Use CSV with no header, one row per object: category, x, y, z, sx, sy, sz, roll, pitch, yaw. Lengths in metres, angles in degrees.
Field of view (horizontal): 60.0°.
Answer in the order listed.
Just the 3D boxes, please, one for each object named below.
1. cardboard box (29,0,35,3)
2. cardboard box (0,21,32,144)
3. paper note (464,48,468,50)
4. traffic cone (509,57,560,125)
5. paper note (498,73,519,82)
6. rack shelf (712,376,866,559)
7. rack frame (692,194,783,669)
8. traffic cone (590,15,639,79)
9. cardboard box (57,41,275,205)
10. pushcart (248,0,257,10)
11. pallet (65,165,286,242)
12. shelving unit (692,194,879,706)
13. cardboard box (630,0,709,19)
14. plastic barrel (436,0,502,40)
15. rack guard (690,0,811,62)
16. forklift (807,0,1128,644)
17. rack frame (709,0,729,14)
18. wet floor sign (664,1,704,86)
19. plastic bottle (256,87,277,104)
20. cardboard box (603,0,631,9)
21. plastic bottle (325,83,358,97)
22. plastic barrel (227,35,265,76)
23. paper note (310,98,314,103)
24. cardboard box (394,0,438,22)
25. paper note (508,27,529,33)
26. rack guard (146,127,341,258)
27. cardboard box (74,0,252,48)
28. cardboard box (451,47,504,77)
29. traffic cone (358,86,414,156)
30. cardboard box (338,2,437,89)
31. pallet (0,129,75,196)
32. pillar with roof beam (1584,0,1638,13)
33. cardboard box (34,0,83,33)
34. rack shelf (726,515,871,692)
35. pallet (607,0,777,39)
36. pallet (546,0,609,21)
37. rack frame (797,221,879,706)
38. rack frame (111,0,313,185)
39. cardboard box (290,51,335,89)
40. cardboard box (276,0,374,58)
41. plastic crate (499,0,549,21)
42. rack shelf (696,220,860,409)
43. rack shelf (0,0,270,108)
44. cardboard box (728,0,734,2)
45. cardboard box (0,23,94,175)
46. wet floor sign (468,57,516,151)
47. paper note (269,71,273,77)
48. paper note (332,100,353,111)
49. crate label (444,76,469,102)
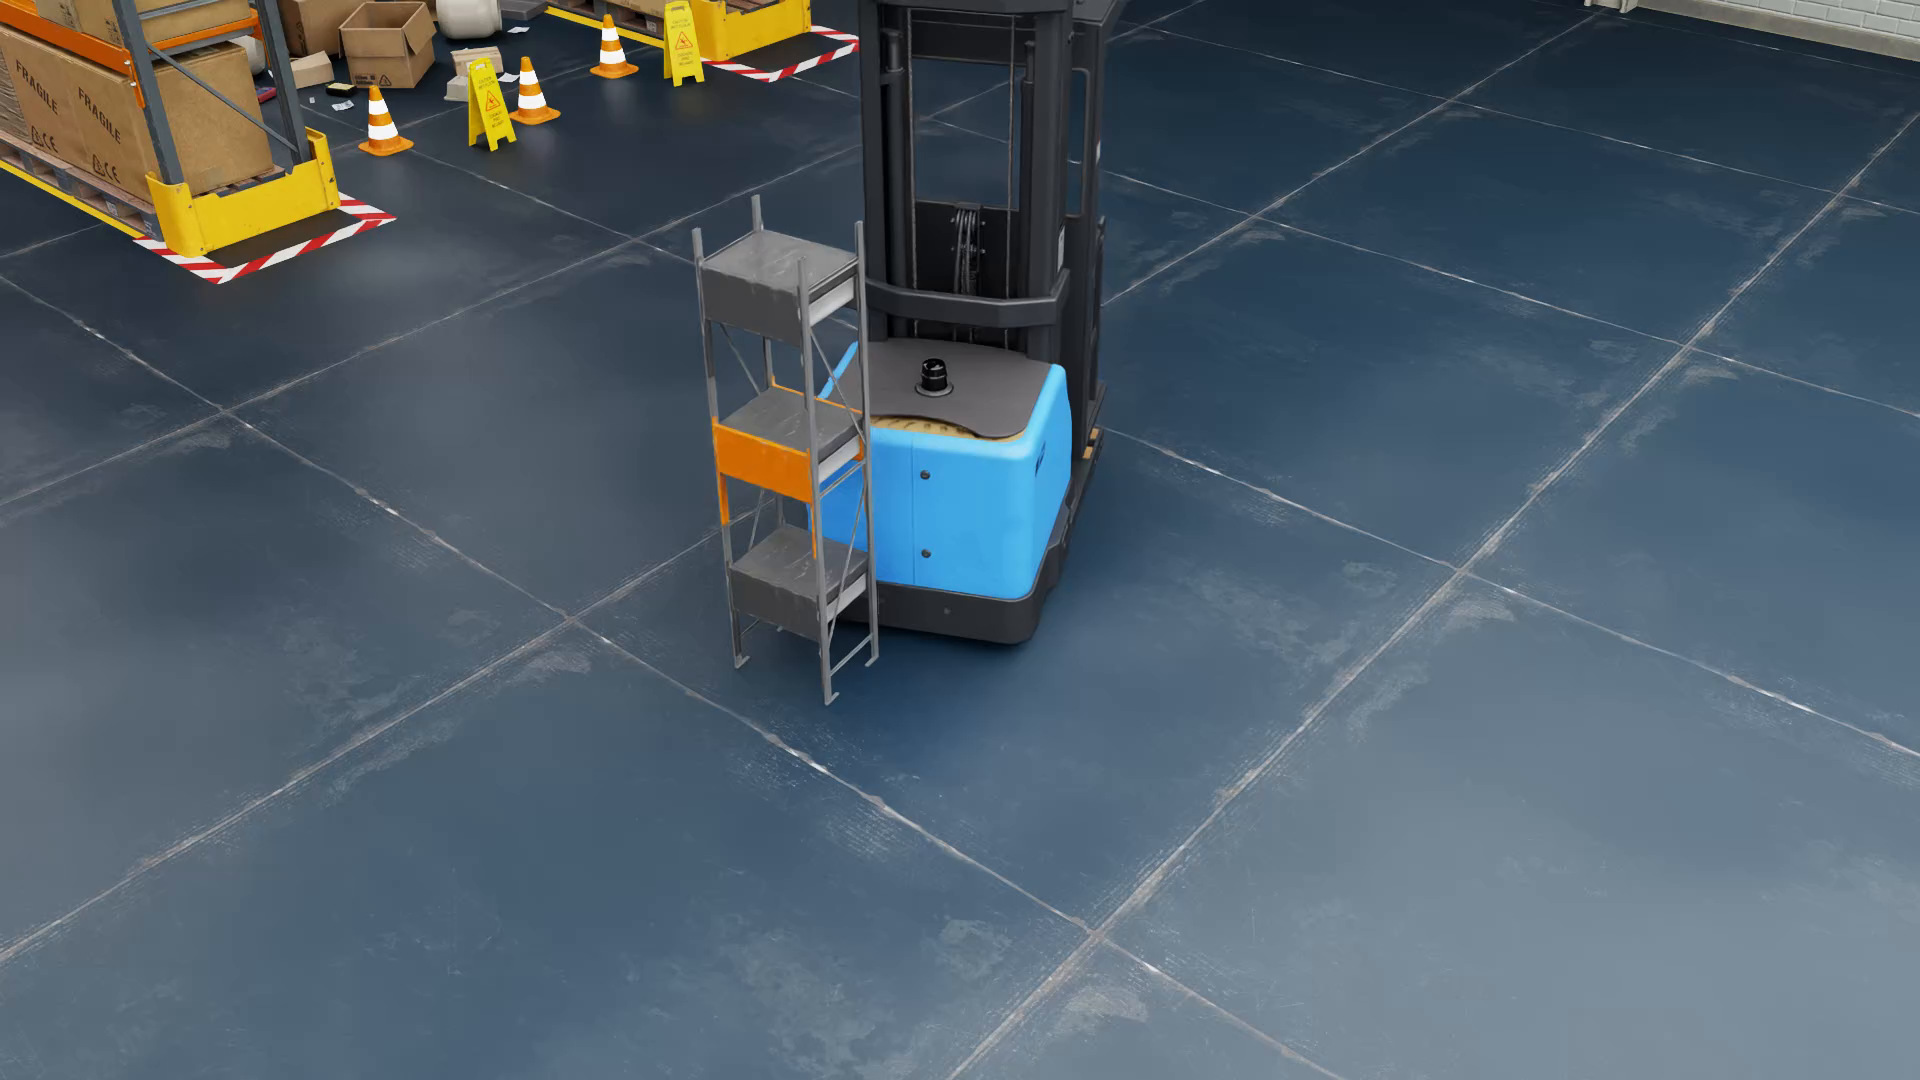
cardboard box,-5.944,-4.029,11.335,0.550,0.550,0.875,25,42,32
cardboard box,-6.784,-3.568,12.302,0.875,0.875,0.875,26,42,32
paper note,-4.311,-4.216,14.373,0.148,0.019,0.142,-18,38,-25
traffic cone,-3.359,-3.538,12.994,0.334,0.463,0.336,25,42,32
paper note,-3.754,-3.848,13.826,0.142,0.019,0.148,12,36,16
rack shelf,-0.686,-0.306,6.864,0.480,0.518,0.431,19,39,26
rack frame,-0.894,-0.389,6.961,0.015,2.100,0.400,19,39,26
traffic cone,-2.910,-4.144,13.876,0.334,0.463,0.336,25,42,32
cardboard box,-5.407,-2.920,11.358,0.875,0.875,0.875,26,42,32
pushcart,-6.249,-4.953,15.130,0.936,0.377,1.648,12,36,16
pallet,-5.508,-2.512,11.721,1.213,0.211,1.003,25,42,32
shelving unit,-0.686,-0.317,6.856,0.503,2.100,0.431,19,39,26
cardboard box,-2.566,-4.820,14.676,0.500,0.250,0.500,25,42,32
plastic barrel,-4.310,-4.623,14.608,0.512,0.421,0.421,-6,35,-8
rack guard,-1.813,-4.593,14.496,0.348,0.500,1.175,25,42,32
forklift,0.149,-1.574,7.952,1.130,2.935,3.031,8,35,11
rack frame,-1.754,-5.596,13.748,0.127,3.000,1.000,25,42,32
wet floor sign,-2.293,-4.091,13.637,0.267,0.644,0.232,-18,38,-25
plastic bottle,-5.623,-3.610,13.453,0.133,0.061,0.283,12,36,16
cardboard box,-2.941,-5.002,14.942,0.500,0.250,0.500,25,42,32
plastic bottle,-5.062,-3.668,13.538,0.283,0.061,0.133,12,36,16
plastic barrel,-6.064,-4.049,13.772,0.512,0.421,0.421,-6,35,-8
paper note,-5.222,-3.545,13.403,0.032,0.001,0.123,-12,36,-17
cardboard box,-4.875,-5.035,15.138,0.500,0.500,0.500,-6,35,-8
paper note,-3.948,-4.570,14.878,0.148,0.019,0.142,12,36,16
rack guard,-4.825,-2.366,11.254,0.348,0.500,1.175,25,42,32
cardboard box,-5.158,-3.582,10.684,0.550,0.550,0.875,25,42,32
cardboard box,-4.053,-4.016,13.967,0.380,0.149,0.250,-12,36,-17
traffic cone,-4.343,-3.170,12.457,0.334,0.463,0.336,25,42,32
cardboard box,-4.724,-4.101,13.778,0.637,0.503,0.797,0,34,0
pallet,-6.442,-2.954,12.364,1.213,0.211,1.003,25,42,32
pillar with roof beam,3.317,-6.828,10.243,0.400,9.000,9.100,25,42,32
cardboard box,-5.594,-3.772,10.960,0.550,0.550,0.875,25,42,32
rack shelf,-0.685,0.271,7.260,0.480,0.518,0.431,19,39,26
pallet,-2.414,-4.783,15.029,1.213,0.211,1.003,25,42,32
pallet,-3.348,-5.225,15.672,1.213,0.211,1.003,25,42,32
rack frame,-0.477,-0.246,6.751,0.015,2.100,0.400,19,39,26
rack frame,-4.844,-3.405,10.559,0.127,3.000,1.000,25,42,32
cardboard box,-5.418,-3.906,13.703,0.396,0.266,0.258,-26,42,-32
cardboard box,-5.448,-4.492,14.227,0.503,0.637,0.797,25,42,32
plastic crate,-4.146,-4.916,15.337,0.583,0.080,0.402,12,36,16
rack shelf,-0.686,-0.883,6.468,0.480,0.518,0.431,19,39,26
rack shelf,-6.381,-3.833,11.818,4.000,0.370,1.077,25,42,32
cardboard box,-2.197,-5.048,15.009,0.500,0.250,0.500,25,42,31
cardboard box,-6.085,-3.237,11.820,0.875,0.875,0.875,25,41,31
wet floor sign,-3.554,-3.286,12.465,0.232,0.644,0.267,18,38,24
paper note,-5.703,-3.931,13.955,0.172,0.023,0.155,-18,38,-25
paper note,-4.930,-3.472,13.281,0.144,0.017,0.142,-18,38,-25
crate label,-4.003,-3.662,13.461,0.298,0.136,0.250,6,35,8
